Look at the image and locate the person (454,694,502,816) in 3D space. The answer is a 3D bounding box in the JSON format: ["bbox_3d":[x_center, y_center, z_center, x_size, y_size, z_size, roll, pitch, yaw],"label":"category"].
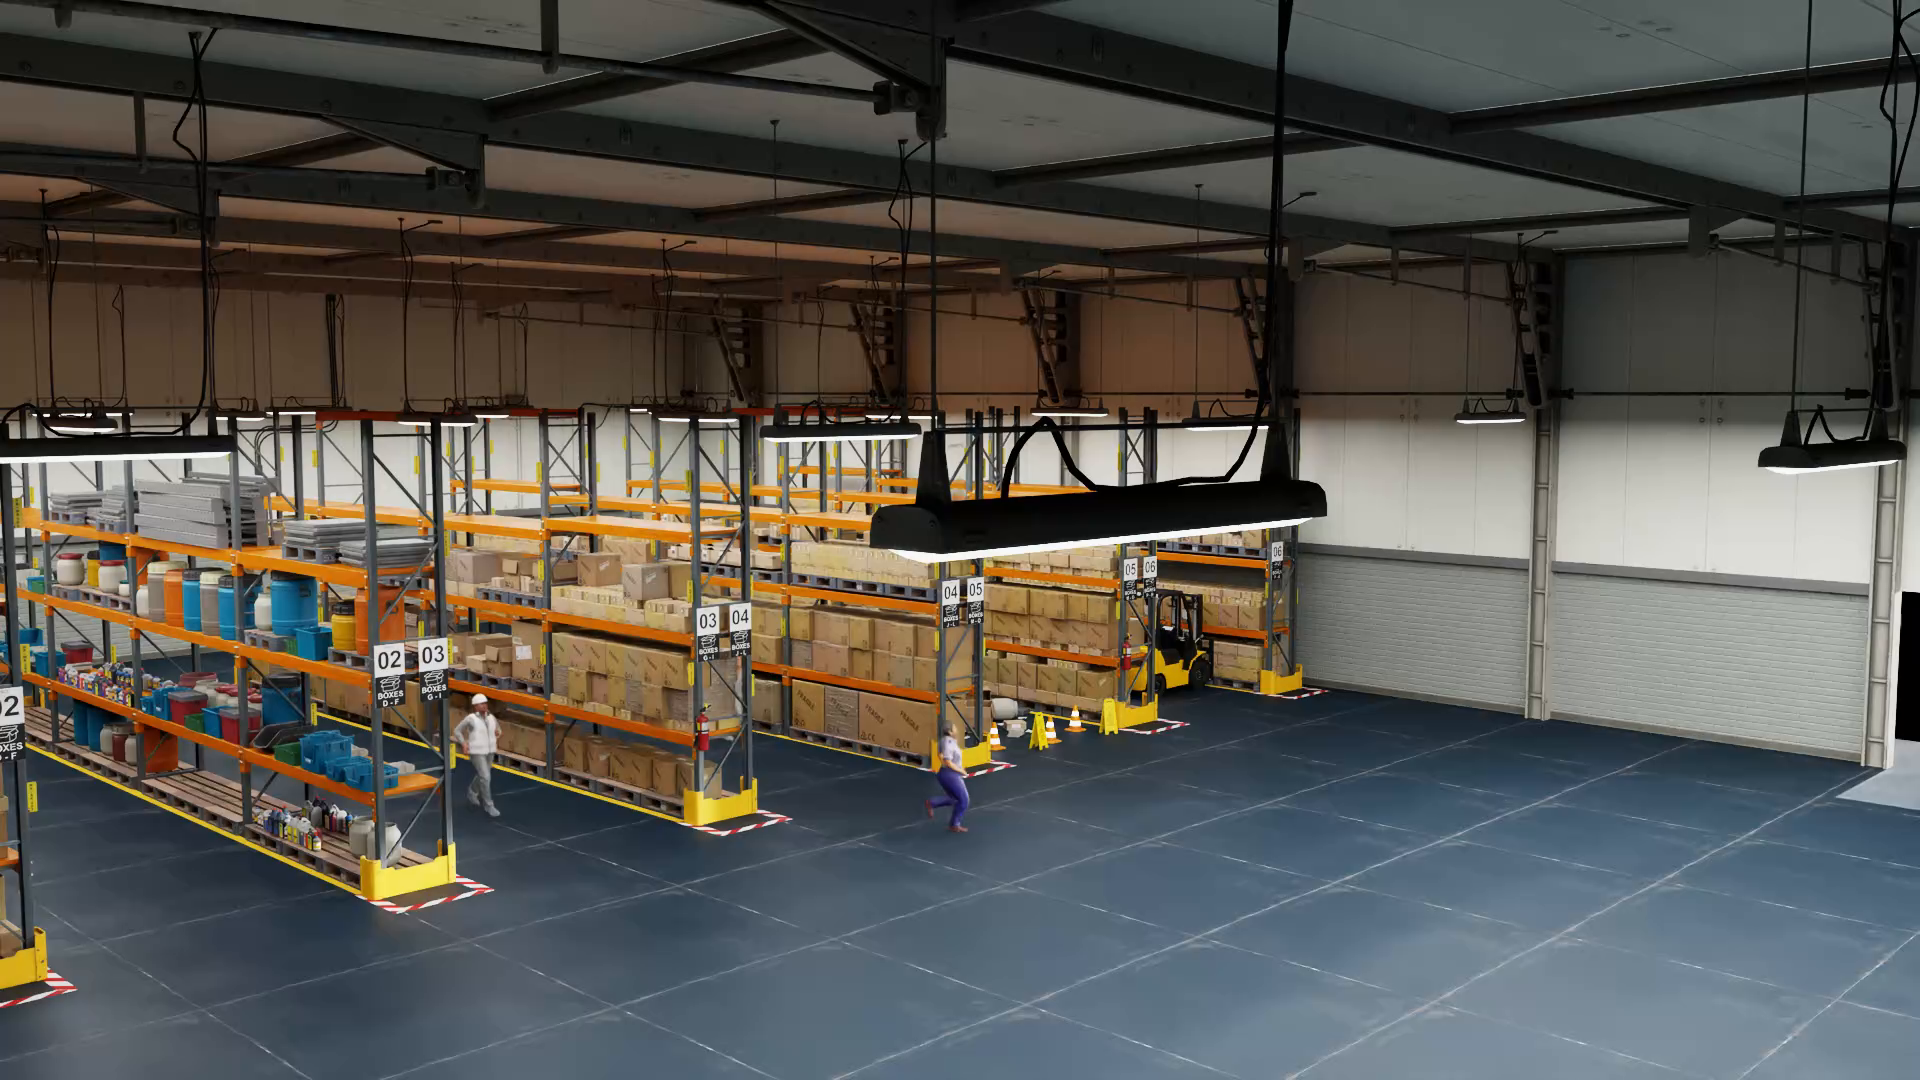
[{"bbox_3d":[-7.196,3.202,25.036,0.904,1.785,0.645,3,6,34],"label":"person"}]

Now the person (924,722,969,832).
[{"bbox_3d":[-0.182,3.425,23.995,0.592,1.607,0.635,-1,5,-14],"label":"person"}]

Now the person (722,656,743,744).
[{"bbox_3d":[-4.063,2.846,29.977,0.742,1.633,0.544,5,7,43],"label":"person"}]
